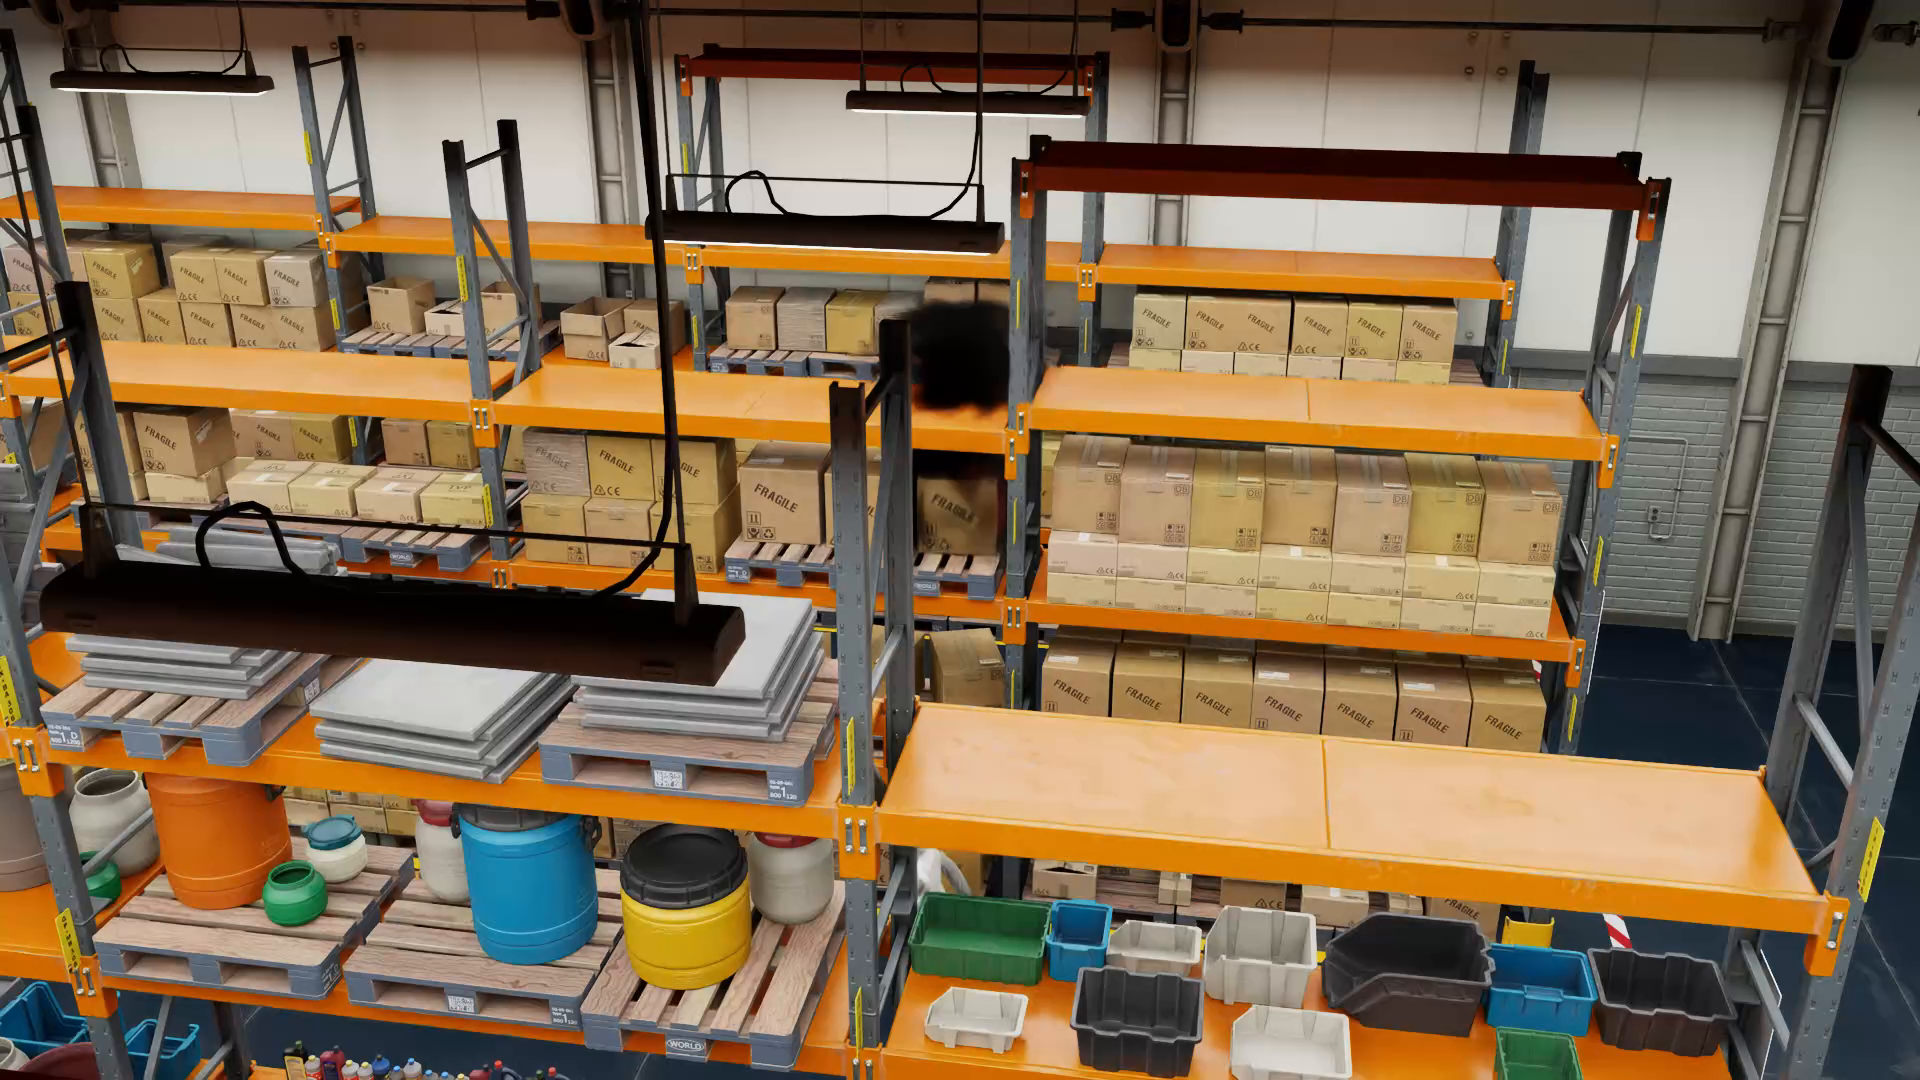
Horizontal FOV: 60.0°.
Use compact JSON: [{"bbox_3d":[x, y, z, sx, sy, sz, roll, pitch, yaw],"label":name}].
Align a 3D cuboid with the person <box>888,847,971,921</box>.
[{"bbox_3d":[-0.326,2.702,11.770,0.786,1.728,0.649,5,24,11],"label":"person"}]
